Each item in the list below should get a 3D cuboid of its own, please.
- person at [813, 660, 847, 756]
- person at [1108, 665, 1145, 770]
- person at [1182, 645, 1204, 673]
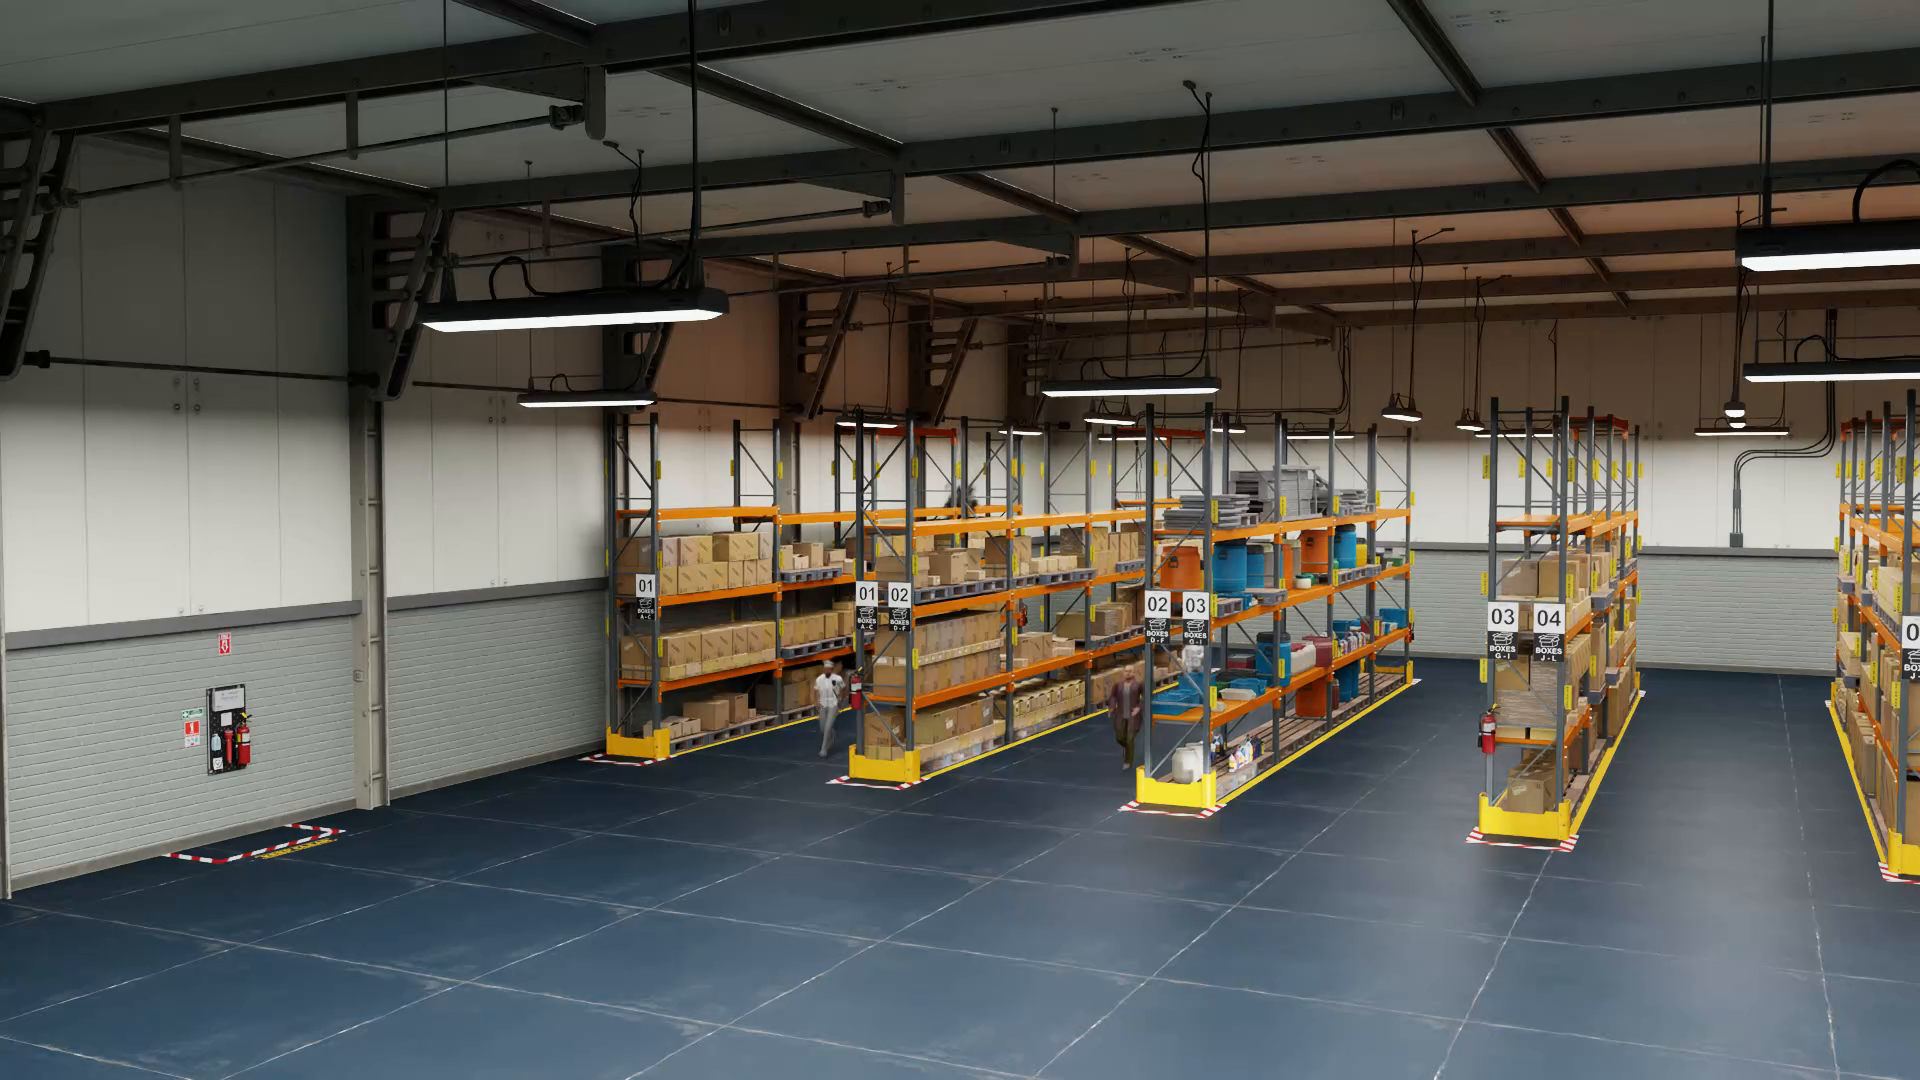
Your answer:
[{"bbox_3d":[-2.302,2.946,29.419,0.600,1.680,0.766,0,2,9],"label":"person"},{"bbox_3d":[2.854,2.975,27.970,0.704,1.747,0.634,1,3,21],"label":"person"},{"bbox_3d":[4.942,2.672,35.040,0.618,1.666,0.927,1,3,22],"label":"person"}]
